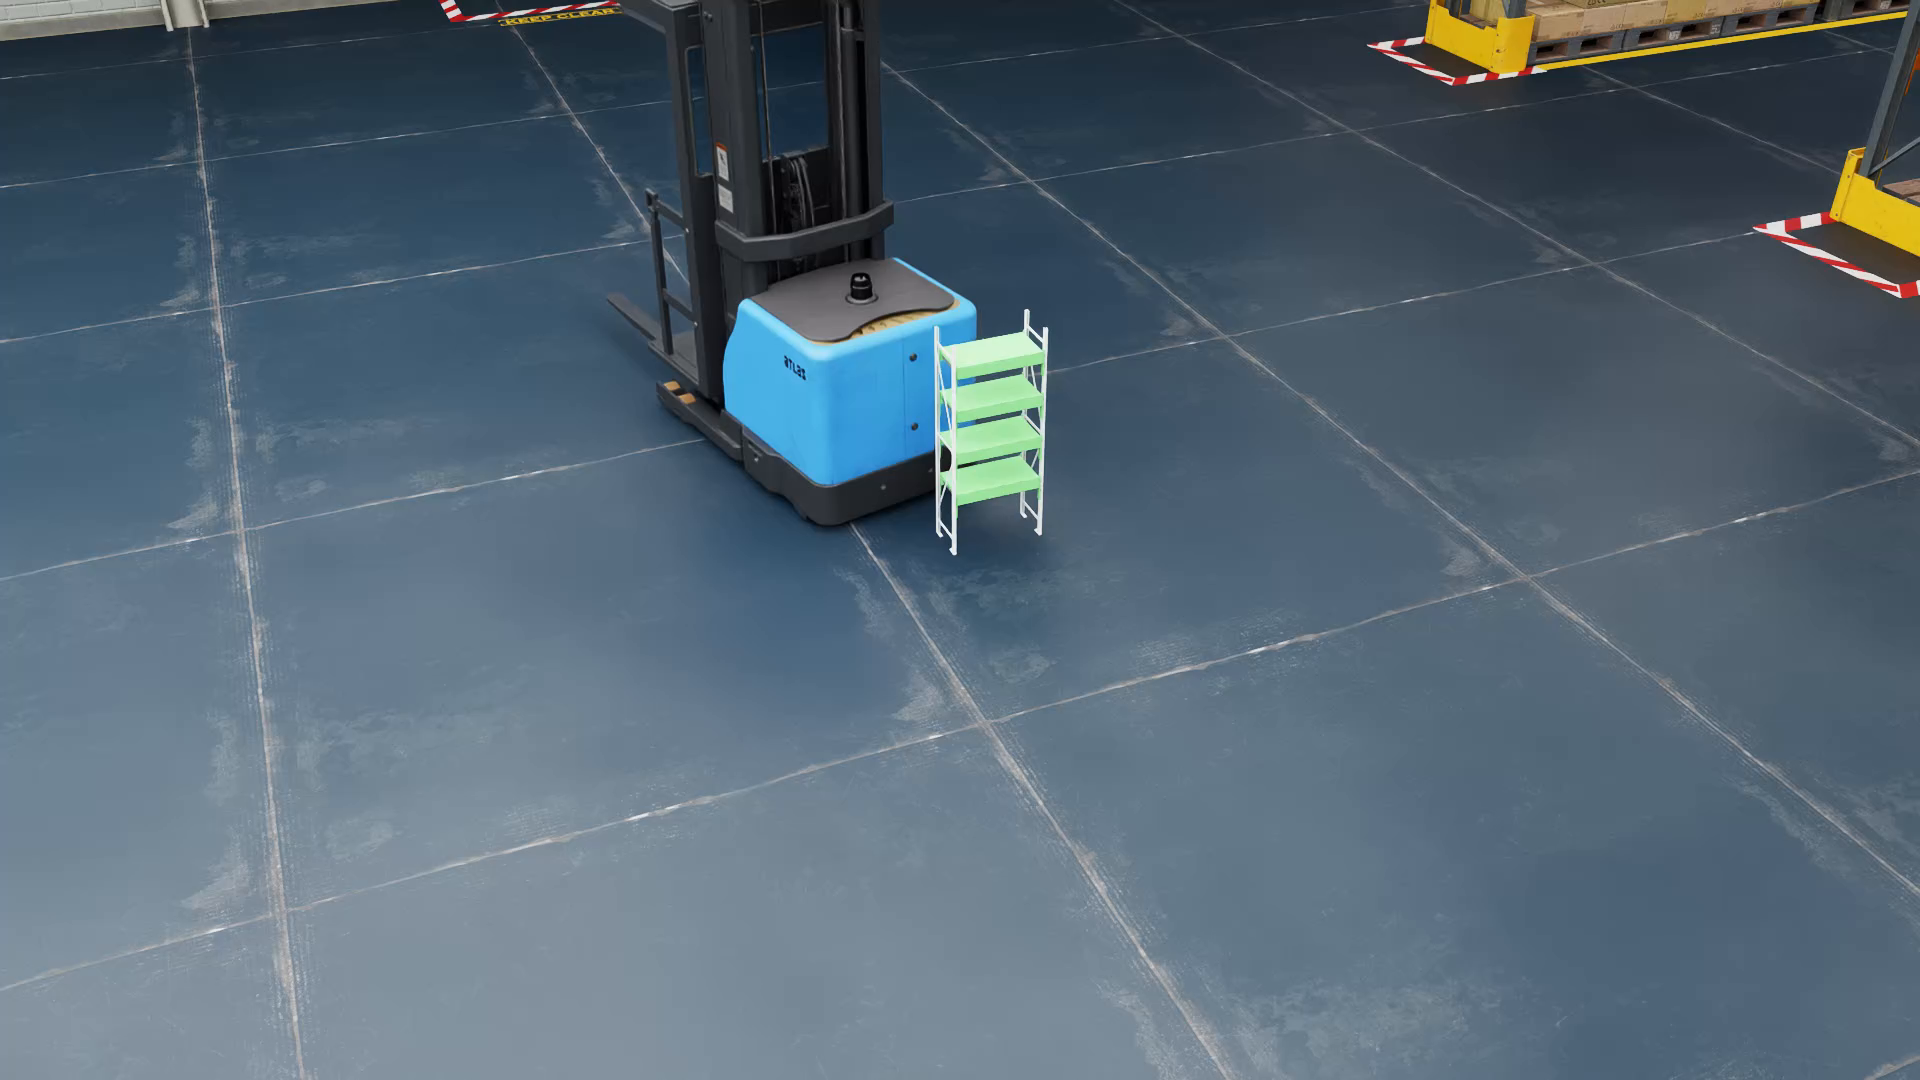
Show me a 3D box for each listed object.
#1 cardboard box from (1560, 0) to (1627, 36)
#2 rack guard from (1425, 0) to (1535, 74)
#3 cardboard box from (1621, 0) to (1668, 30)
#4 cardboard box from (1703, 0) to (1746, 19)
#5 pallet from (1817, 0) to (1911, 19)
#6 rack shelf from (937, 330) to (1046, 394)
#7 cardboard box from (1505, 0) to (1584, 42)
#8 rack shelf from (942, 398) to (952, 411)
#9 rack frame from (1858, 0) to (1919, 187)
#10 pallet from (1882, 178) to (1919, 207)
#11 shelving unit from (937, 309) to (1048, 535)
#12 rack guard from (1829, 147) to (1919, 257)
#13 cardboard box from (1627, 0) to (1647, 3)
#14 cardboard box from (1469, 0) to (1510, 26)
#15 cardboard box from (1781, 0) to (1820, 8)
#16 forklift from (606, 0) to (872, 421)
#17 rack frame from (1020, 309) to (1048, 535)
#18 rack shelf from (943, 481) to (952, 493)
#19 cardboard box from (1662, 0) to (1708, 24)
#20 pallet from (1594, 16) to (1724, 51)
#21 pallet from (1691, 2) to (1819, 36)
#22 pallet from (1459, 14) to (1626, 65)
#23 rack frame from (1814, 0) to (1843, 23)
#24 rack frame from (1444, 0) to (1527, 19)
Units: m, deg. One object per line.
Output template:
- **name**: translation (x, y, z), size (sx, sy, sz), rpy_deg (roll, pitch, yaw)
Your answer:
- **cardboard box**: translation (5.963, -5.024, 15.857), size (0.500, 0.250, 0.500), rpy_deg (-13, 35, -19)
- **rack guard**: translation (4.901, -4.839, 15.728), size (0.348, 0.500, 1.175), rpy_deg (-13, 35, -19)
- **cardboard box**: translation (6.425, -5.129, 16.019), size (0.500, 0.250, 0.500), rpy_deg (-13, 35, -19)
- **cardboard box**: translation (7.348, -5.338, 16.340), size (0.500, 0.250, 0.500), rpy_deg (-13, 35, -19)
- **pallet**: translation (9.276, -5.743, 17.382), size (1.213, 0.211, 1.003), rpy_deg (-13, 35, -19)
- **rack shelf**: translation (0.153, -0.887, 8.250), size (0.480, 0.148, 0.258), rpy_deg (-13, 35, -19)
- **cardboard box**: translation (5.504, -4.916, 15.692), size (0.500, 0.250, 0.500), rpy_deg (-13, 35, -19)
- **rack shelf**: translation (0.153, -0.709, 8.365), size (0.442, 0.029, 0.199), rpy_deg (-13, 35, -19)
- **rack frame**: translation (6.837, -3.400, 11.225), size (0.127, 3.000, 1.000), rpy_deg (-13, 35, -19)
- **pallet**: translation (7.640, -2.440, 12.306), size (1.213, 0.211, 1.003), rpy_deg (-13, 35, -19)
- **shelving unit**: translation (0.158, -0.539, 8.478), size (0.492, 1.200, 0.258), rpy_deg (-13, 35, -19)
- **rack guard**: translation (6.889, -2.392, 11.968), size (0.348, 0.500, 1.175), rpy_deg (-13, 35, -19)
- **cardboard box**: translation (6.420, -5.449, 15.823), size (0.500, 0.500, 0.500), rpy_deg (-13, 35, -19)
- **cardboard box**: translation (5.303, -5.177, 16.092), size (0.500, 0.250, 0.500), rpy_deg (-13, 35, -19)
- **cardboard box**: translation (8.268, -5.552, 16.668), size (0.500, 0.250, 0.500), rpy_deg (-13, 35, -19)
- **forklift**: translation (-1.151, -2.063, 9.232), size (1.121, 2.935, 3.031), rpy_deg (-21, 39, -29)
- **rack frame**: translation (0.378, -0.589, 8.556), size (0.015, 1.200, 0.240), rpy_deg (-13, 35, -19)
- **rack shelf**: translation (0.153, -0.307, 8.627), size (0.442, 0.029, 0.199), rpy_deg (-13, 35, -19)
- **cardboard box**: translation (6.888, -5.232, 16.177), size (0.500, 0.250, 0.500), rpy_deg (-13, 35, -19)
- **pallet**: translation (6.735, -5.161, 16.488), size (1.213, 0.211, 1.003), rpy_deg (-13, 35, -19)
- **pallet**: translation (7.862, -5.421, 16.887), size (1.213, 0.211, 1.003), rpy_deg (-13, 35, -19)
- **pallet**: translation (5.612, -4.905, 16.095), size (1.213, 0.211, 1.003), rpy_deg (-13, 35, -19)
- **rack frame**: translation (8.611, -6.736, 16.352), size (0.127, 3.000, 1.000), rpy_deg (-13, 35, -19)
- **rack frame**: translation (4.923, -5.892, 15.054), size (0.127, 3.000, 1.000), rpy_deg (-13, 35, -19)
